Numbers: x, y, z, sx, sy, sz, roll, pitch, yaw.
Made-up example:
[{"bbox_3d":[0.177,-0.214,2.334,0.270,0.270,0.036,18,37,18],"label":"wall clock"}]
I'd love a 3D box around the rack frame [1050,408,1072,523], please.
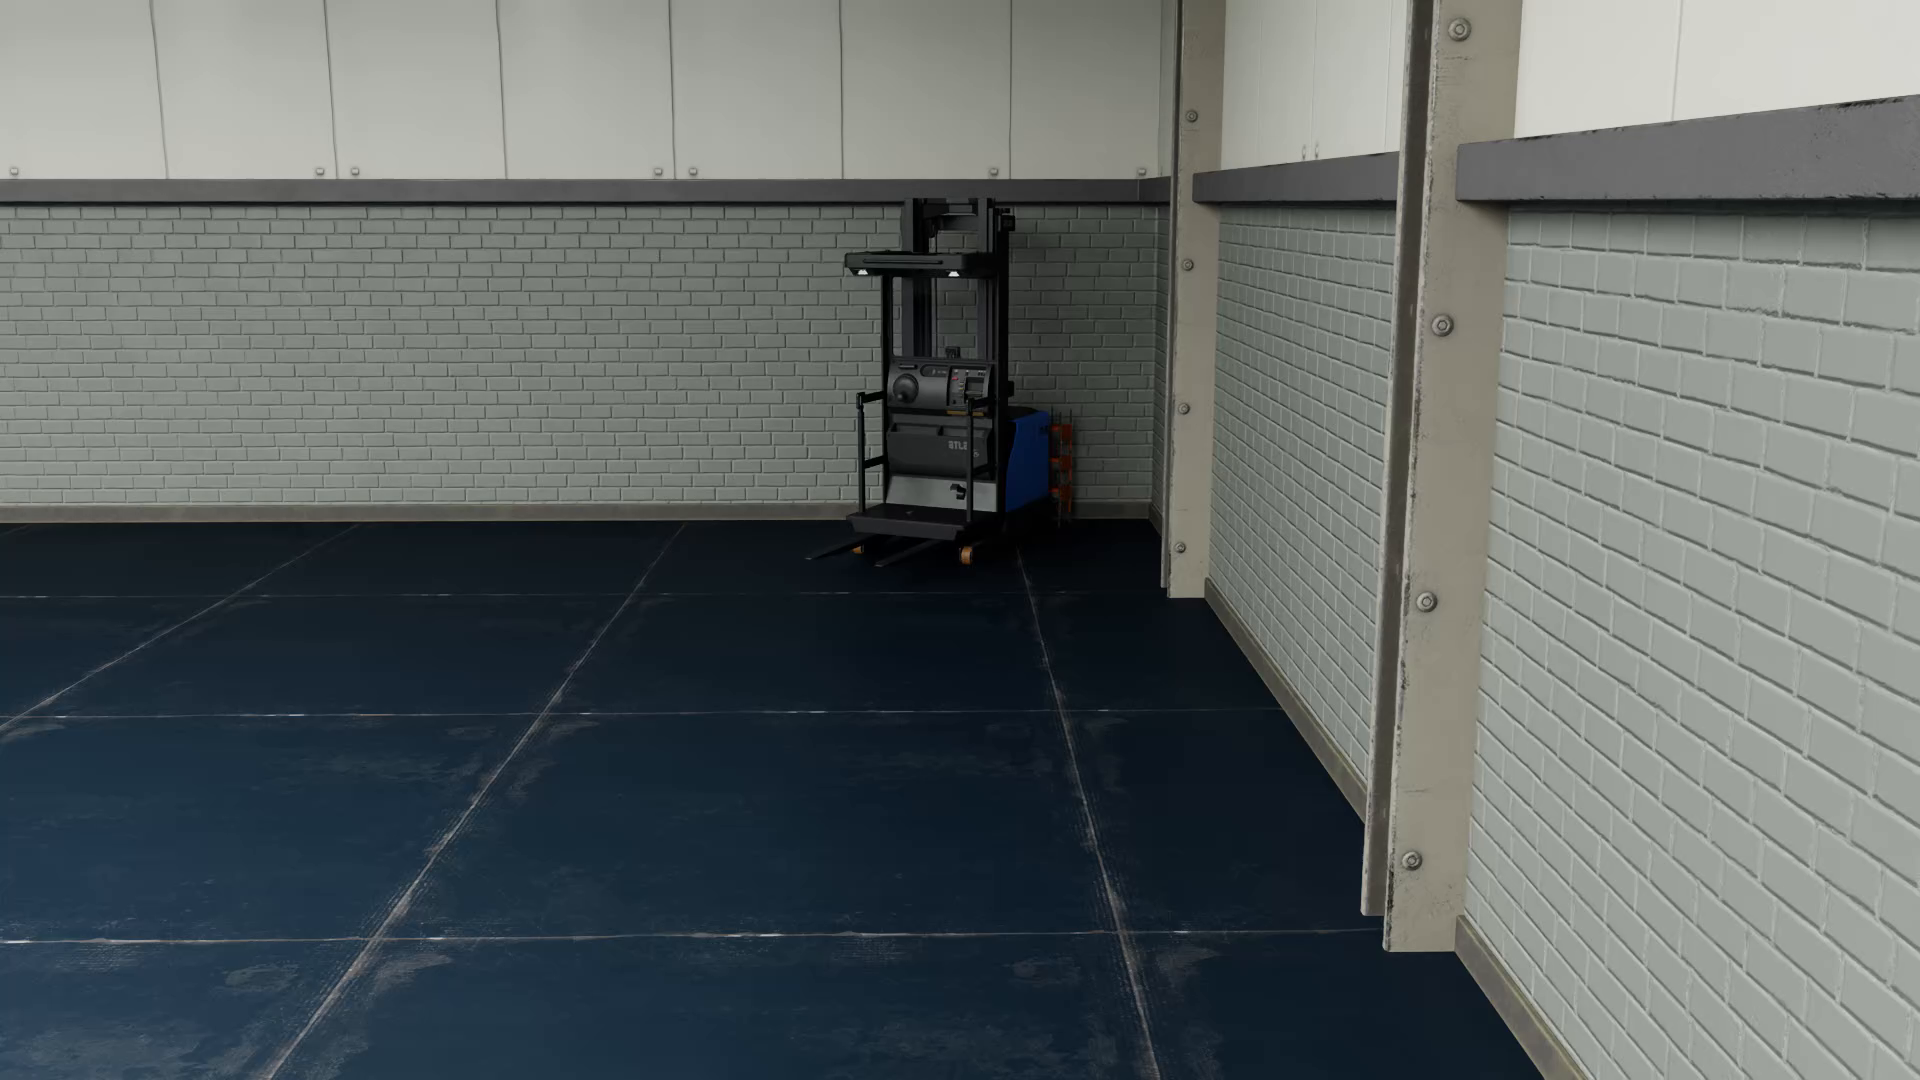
[{"bbox_3d":[0.929,-0.685,15.293,0.200,1.050,0.008,6,13,26],"label":"rack frame"}]

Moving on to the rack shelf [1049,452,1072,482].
[{"bbox_3d":[0.875,-0.653,15.188,0.215,0.259,0.240,6,13,26],"label":"rack shelf"}]

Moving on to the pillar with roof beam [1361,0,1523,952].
[{"bbox_3d":[-2.474,-2.809,5.772,9.100,9.000,0.400,0,11,-1],"label":"pillar with roof beam"}]

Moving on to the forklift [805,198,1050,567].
[{"bbox_3d":[-0.259,-1.324,13.713,1.130,2.935,3.031,5,13,24],"label":"forklift"}]

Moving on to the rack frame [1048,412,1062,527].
[{"bbox_3d":[0.821,-0.641,15.079,0.200,1.050,0.008,6,13,26],"label":"rack frame"}]

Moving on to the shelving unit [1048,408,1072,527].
[{"bbox_3d":[0.875,-0.663,15.186,0.215,1.050,0.252,6,13,26],"label":"shelving unit"}]

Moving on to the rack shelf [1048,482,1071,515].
[{"bbox_3d":[0.875,-0.380,15.243,0.215,0.259,0.240,6,13,26],"label":"rack shelf"}]

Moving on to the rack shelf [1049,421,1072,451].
[{"bbox_3d":[0.875,-0.931,15.132,0.215,0.259,0.240,6,13,26],"label":"rack shelf"}]

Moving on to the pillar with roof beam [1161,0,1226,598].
[{"bbox_3d":[-2.598,-4.002,11.651,9.100,9.000,0.400,0,11,-1],"label":"pillar with roof beam"}]
